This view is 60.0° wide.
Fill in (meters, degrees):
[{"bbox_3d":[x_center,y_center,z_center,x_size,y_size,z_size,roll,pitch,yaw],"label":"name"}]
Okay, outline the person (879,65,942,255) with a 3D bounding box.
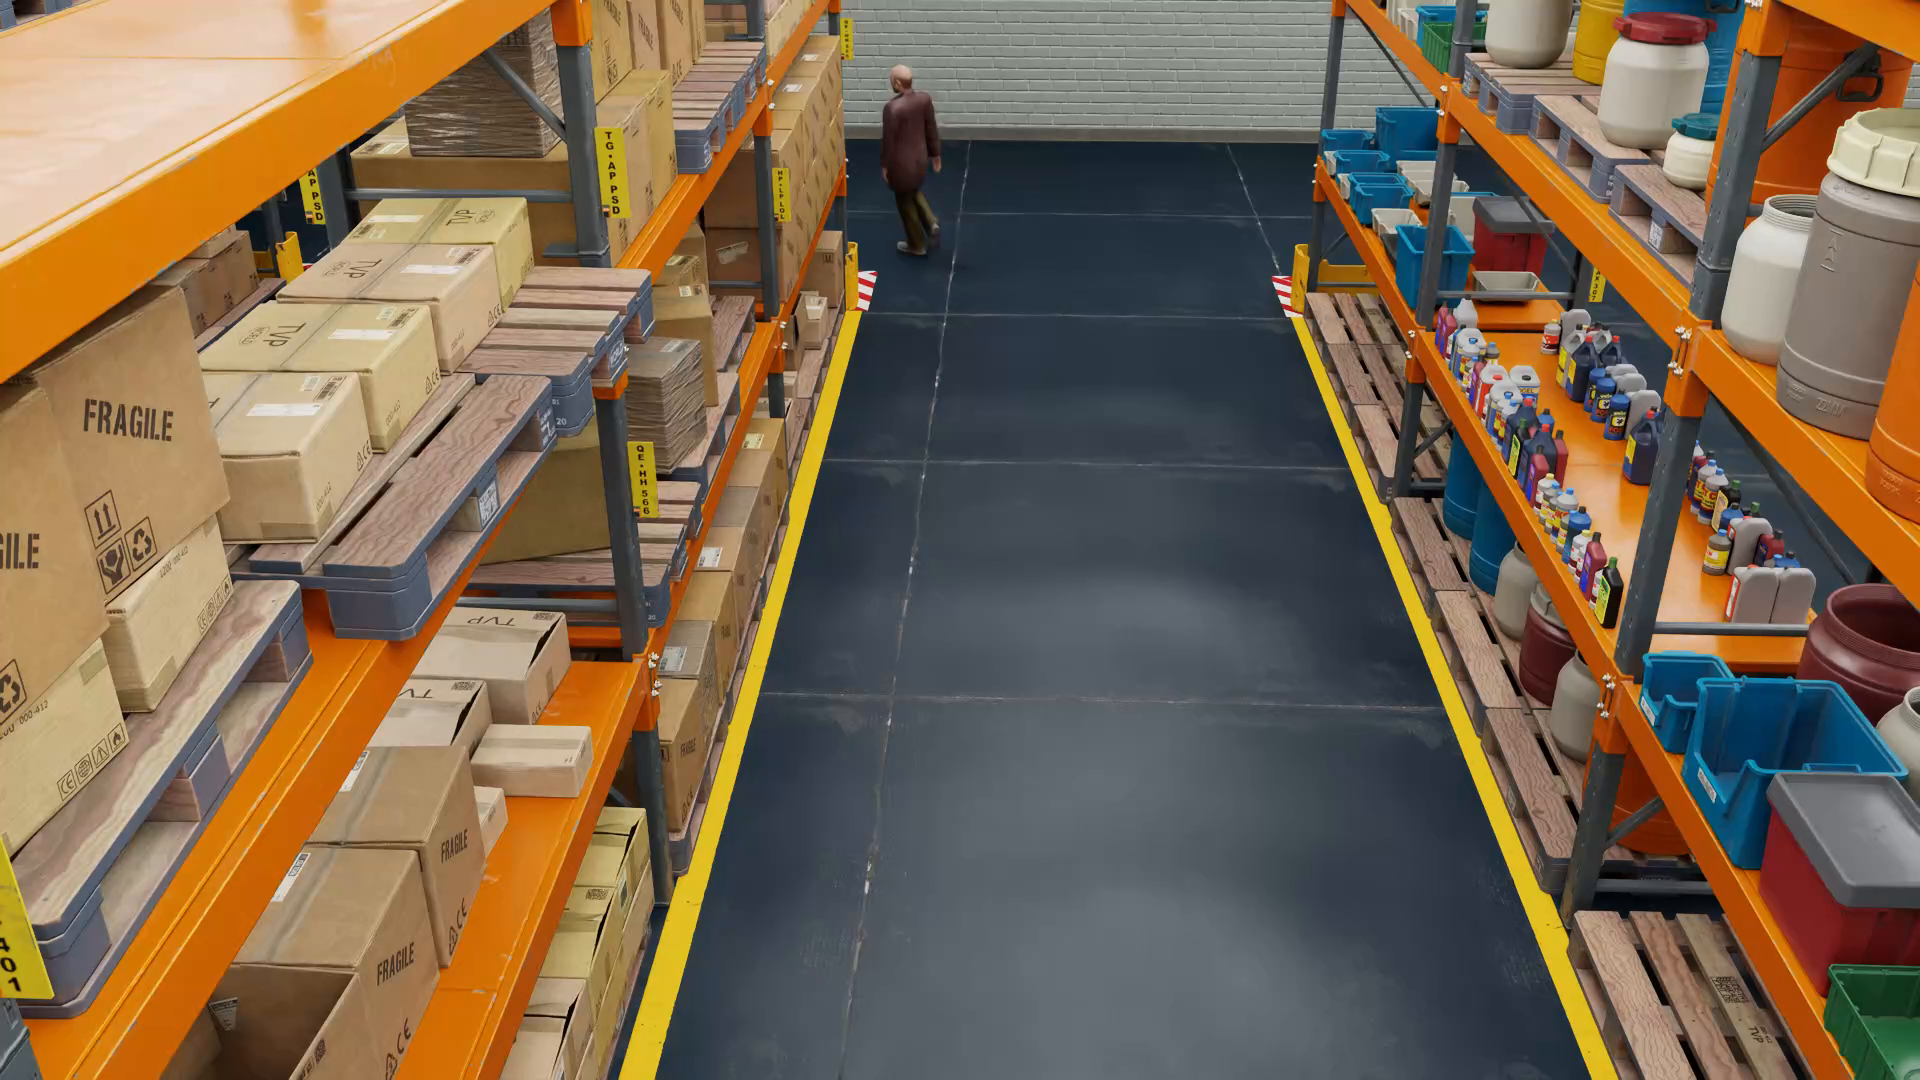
[{"bbox_3d":[-0.484,-3.419,15.275,0.645,1.653,0.506,-22,35,-36],"label":"person"}]
